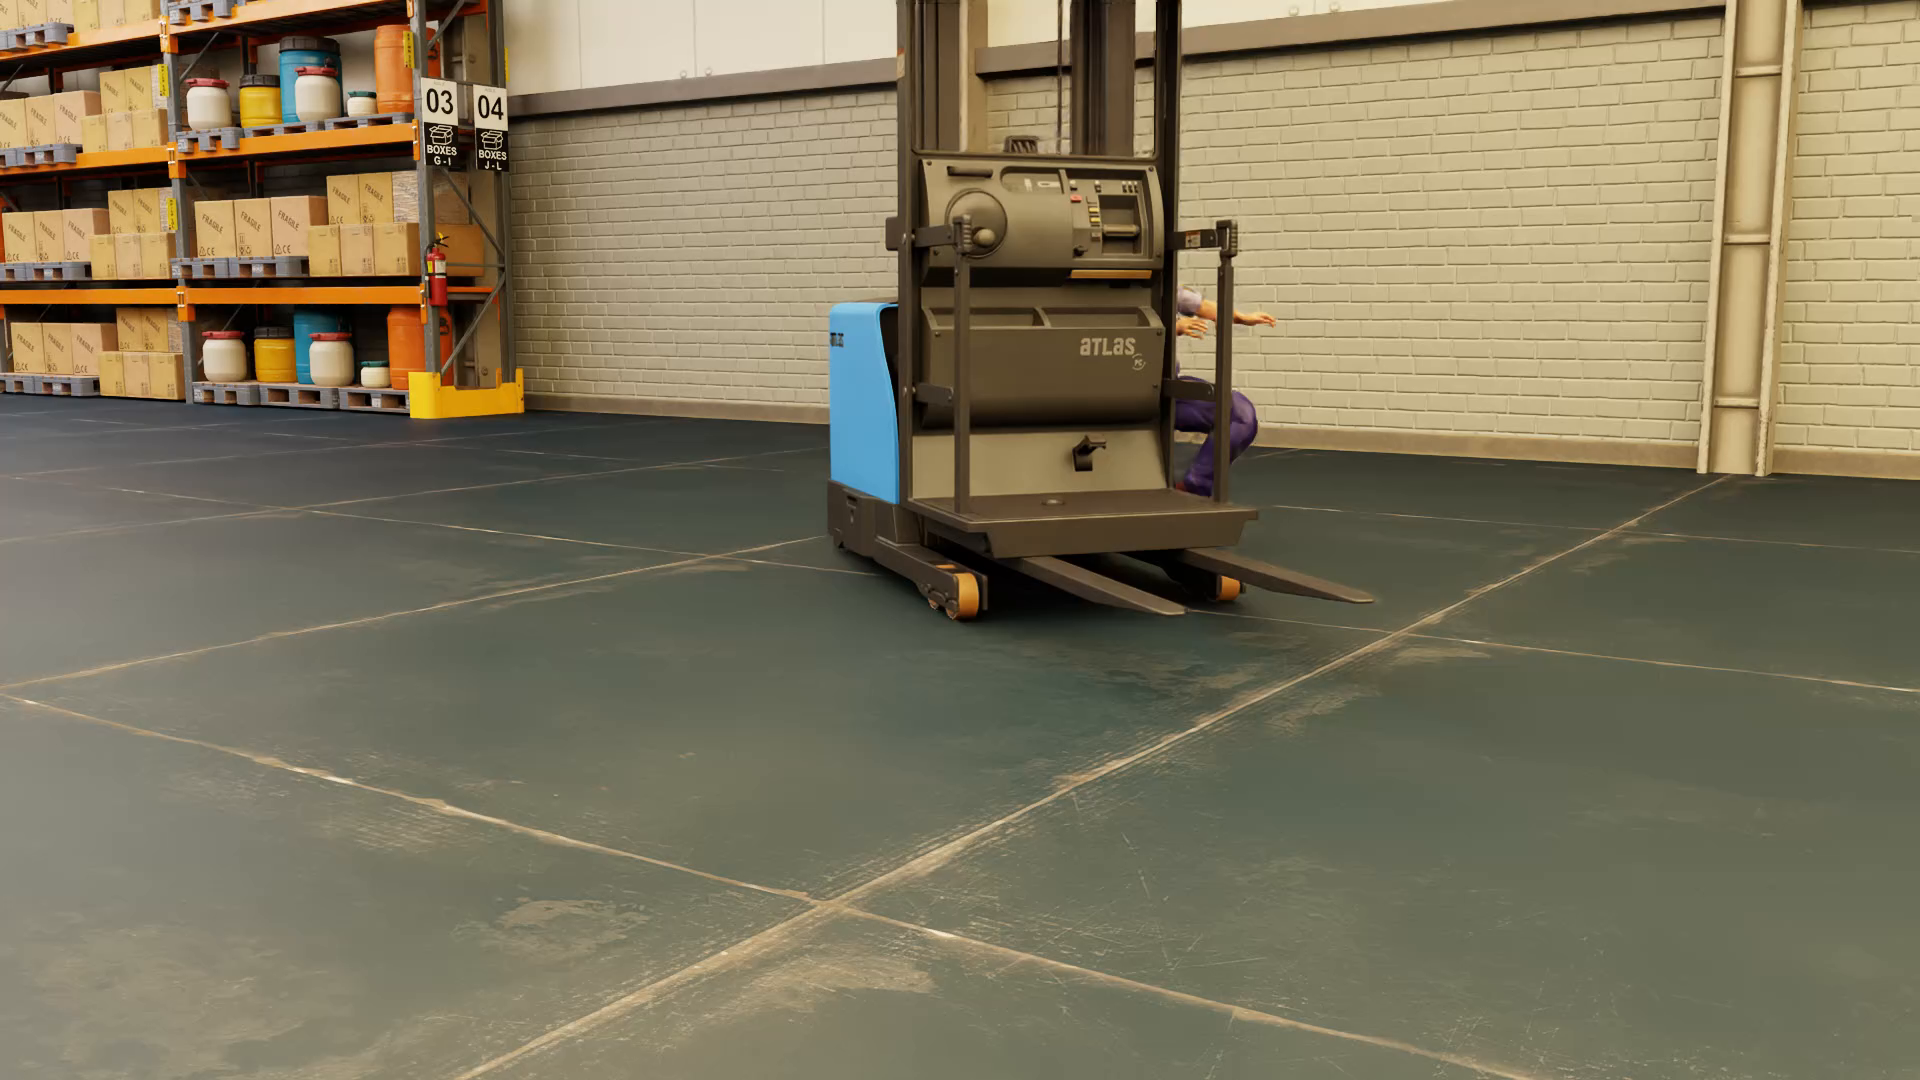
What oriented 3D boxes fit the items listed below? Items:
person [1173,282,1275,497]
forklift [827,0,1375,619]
[{"bbox_3d":[0.907,-0.675,7.346,0.959,1.410,0.722,-5,10,-34],"label":"person"},{"bbox_3d":[0.385,-1.242,5.927,1.130,2.935,3.031,-3,9,-19],"label":"forklift"}]
